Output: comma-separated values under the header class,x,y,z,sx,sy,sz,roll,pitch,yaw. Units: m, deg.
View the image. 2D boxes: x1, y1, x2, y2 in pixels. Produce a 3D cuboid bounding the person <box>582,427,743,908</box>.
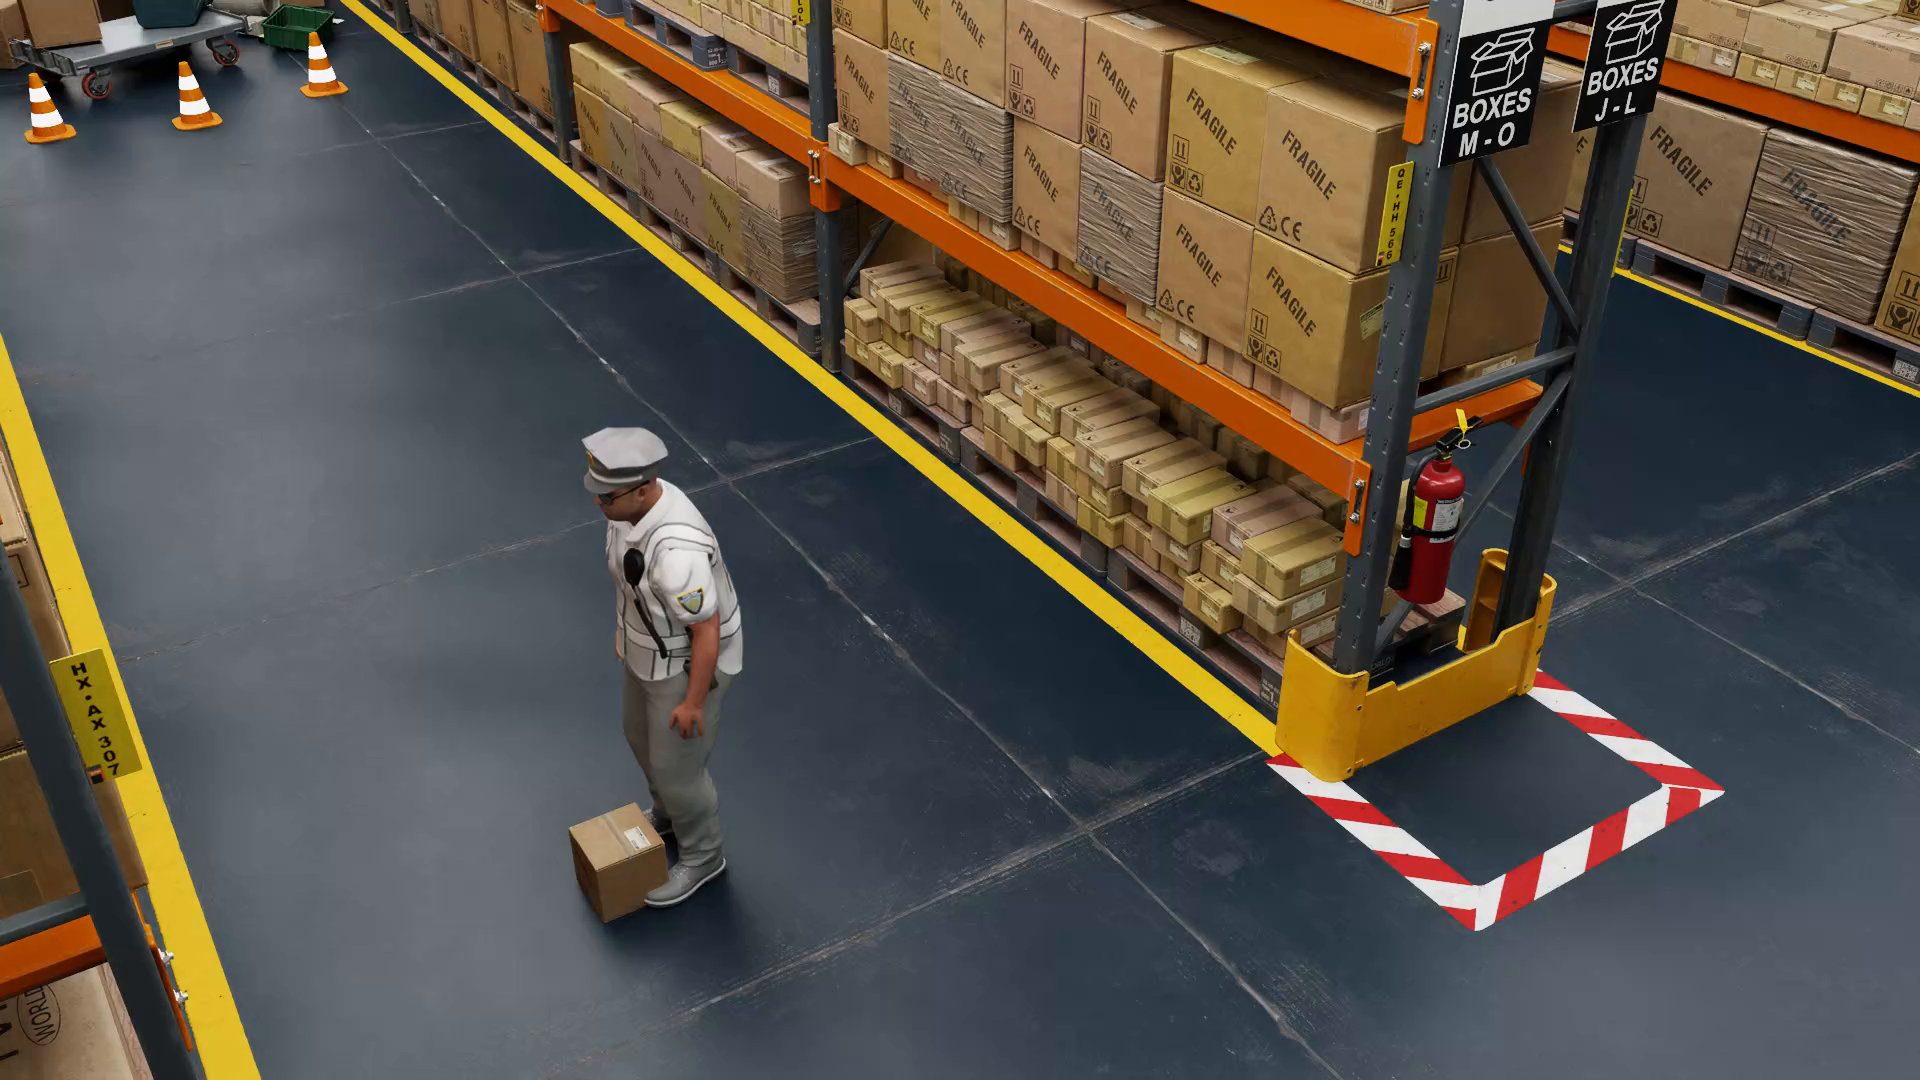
class,x,y,z,sx,sy,sz,roll,pitch,yaw
person,-0.969,0.404,5.496,0.470,1.745,0.586,-19,37,-27
